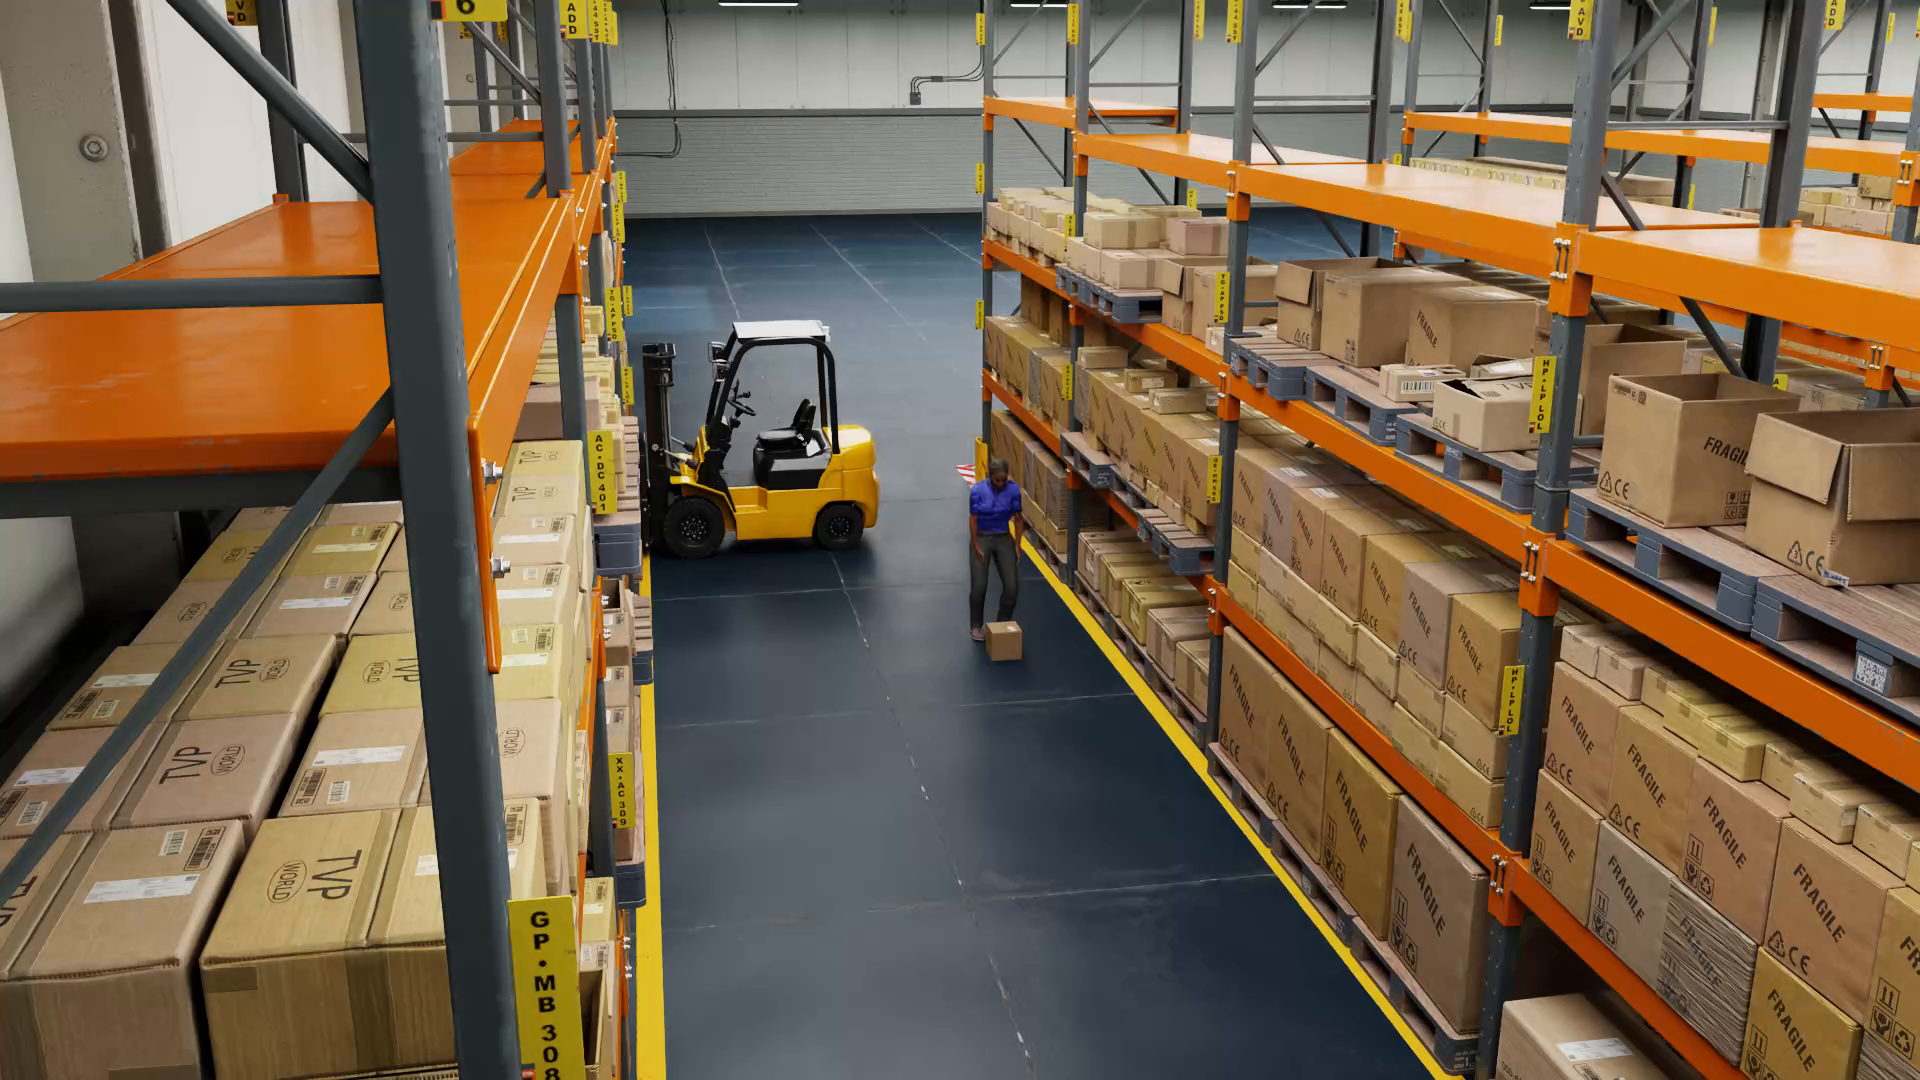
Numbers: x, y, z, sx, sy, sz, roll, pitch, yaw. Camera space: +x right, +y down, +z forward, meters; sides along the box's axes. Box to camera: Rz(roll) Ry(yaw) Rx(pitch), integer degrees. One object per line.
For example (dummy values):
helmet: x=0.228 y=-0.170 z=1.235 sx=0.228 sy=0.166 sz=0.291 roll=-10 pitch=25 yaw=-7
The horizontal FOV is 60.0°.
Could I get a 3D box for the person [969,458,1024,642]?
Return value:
person: x=0.303 y=0.063 z=13.980 sx=0.465 sy=1.588 sz=0.411 roll=-3 pitch=17 yaw=-9
